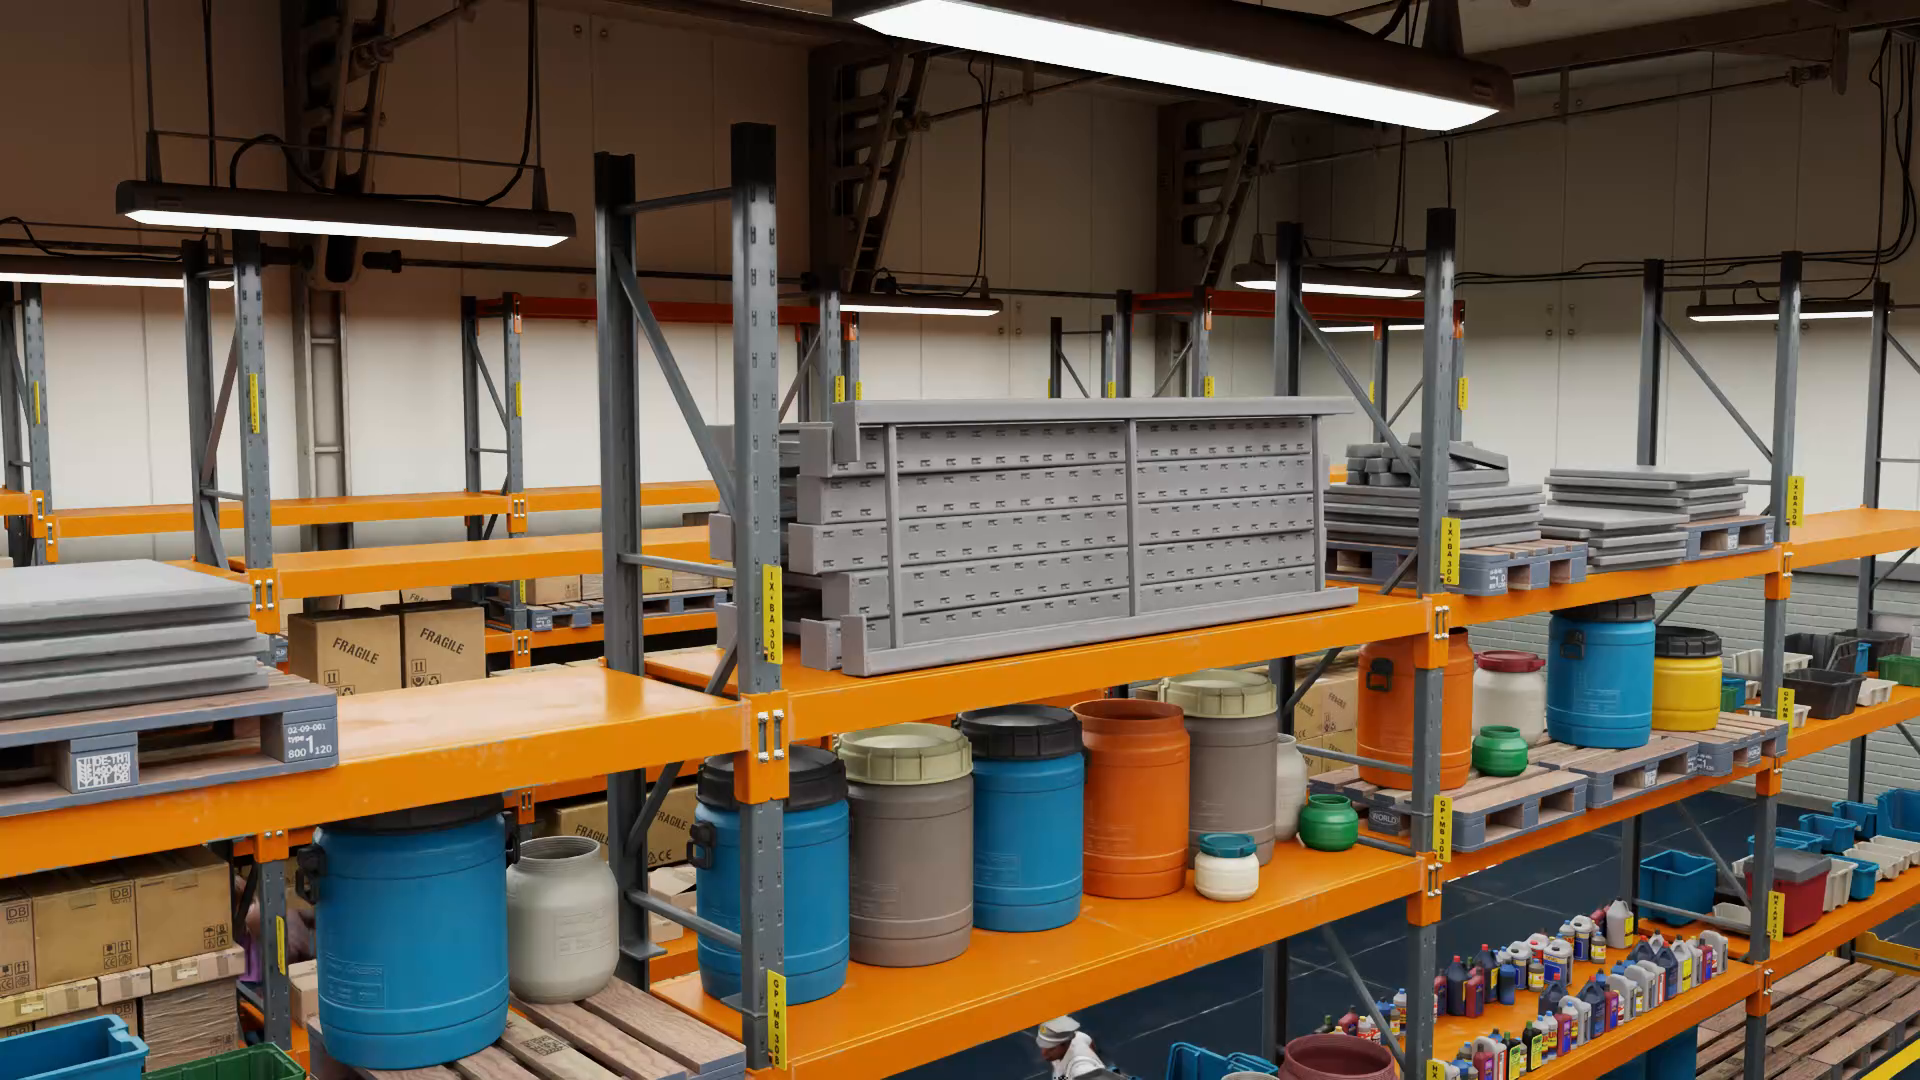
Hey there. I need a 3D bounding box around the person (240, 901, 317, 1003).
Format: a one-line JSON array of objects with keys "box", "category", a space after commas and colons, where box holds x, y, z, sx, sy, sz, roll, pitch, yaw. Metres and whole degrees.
[{"box": [-4.640, 3.268, 11.798, 1.038, 1.563, 0.740, -2, 6, -21], "category": "person"}]

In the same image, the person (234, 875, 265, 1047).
[{"box": [-5.172, 3.236, 12.087, 0.619, 1.567, 0.525, 5, 7, 44], "category": "person"}]

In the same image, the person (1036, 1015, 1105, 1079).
[{"box": [0.833, 3.481, 9.867, 1.045, 1.489, 0.583, -3, 6, -31], "category": "person"}]
